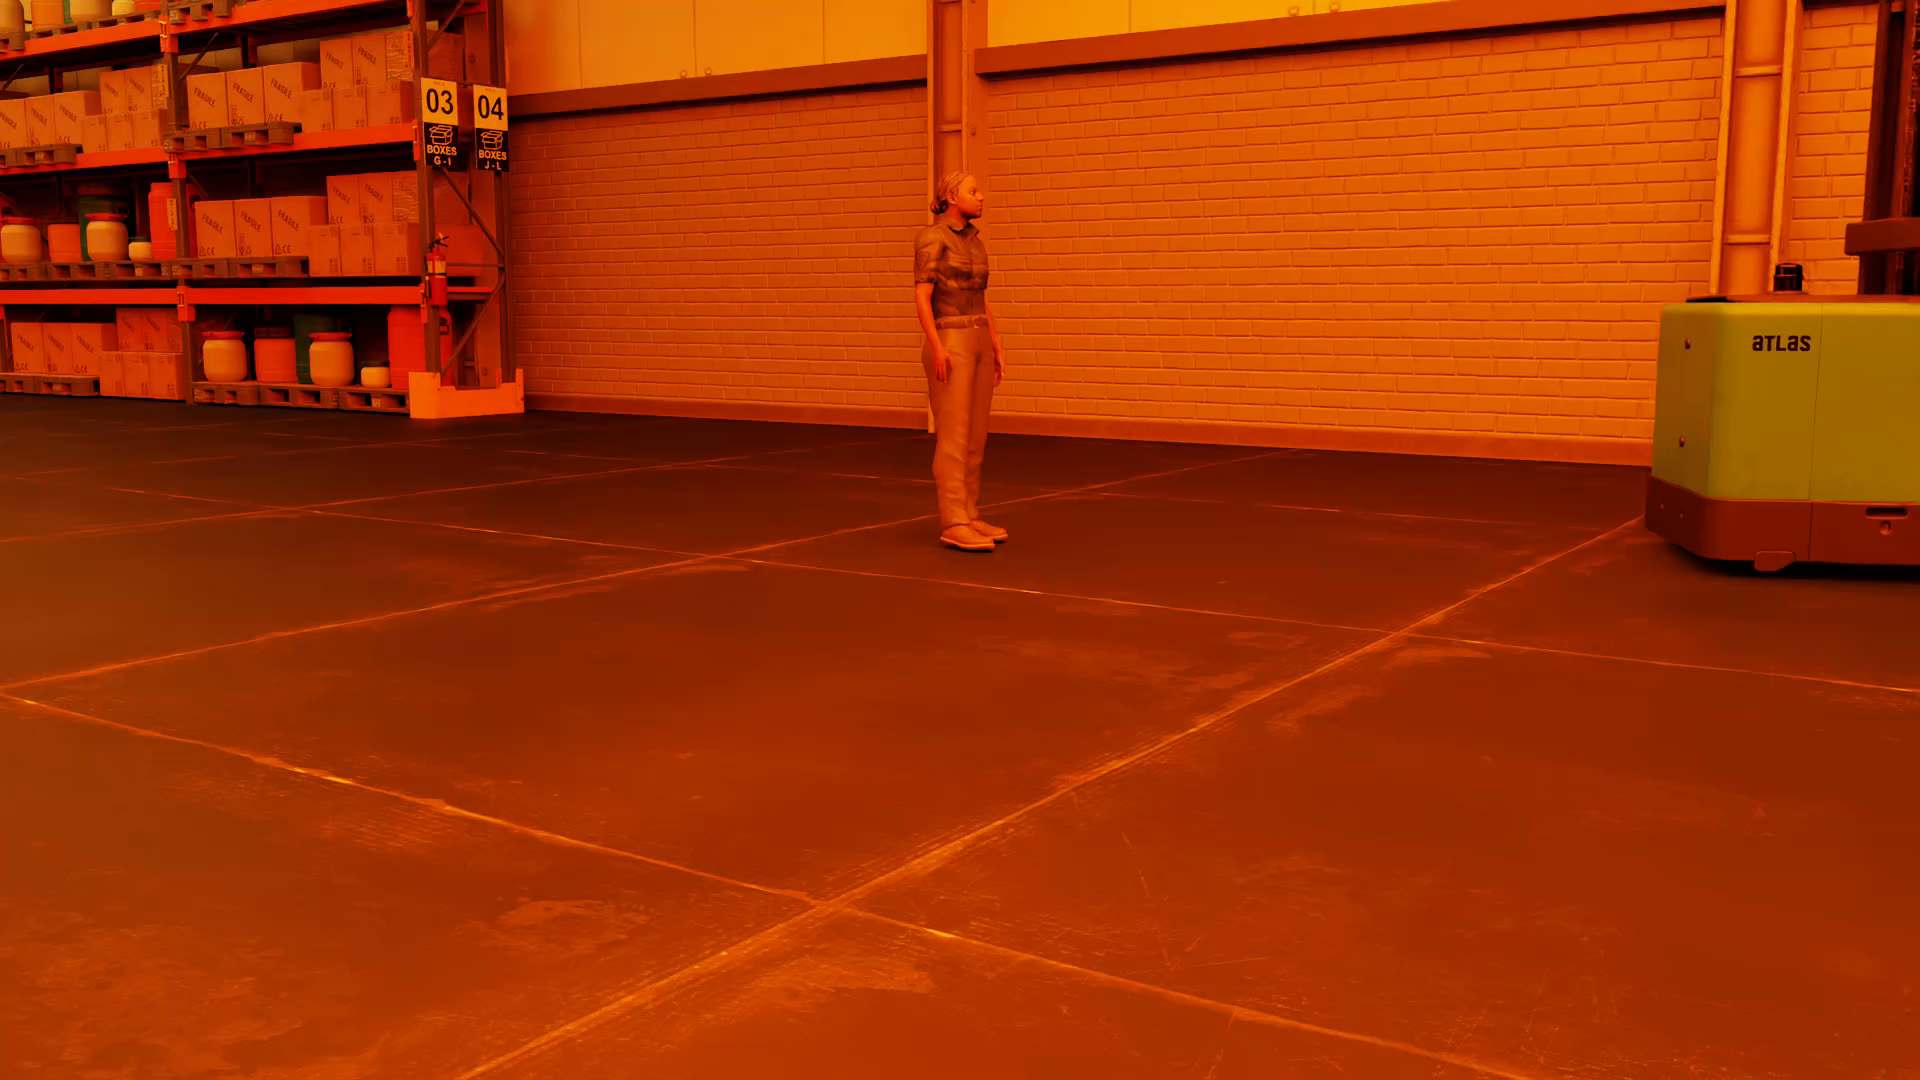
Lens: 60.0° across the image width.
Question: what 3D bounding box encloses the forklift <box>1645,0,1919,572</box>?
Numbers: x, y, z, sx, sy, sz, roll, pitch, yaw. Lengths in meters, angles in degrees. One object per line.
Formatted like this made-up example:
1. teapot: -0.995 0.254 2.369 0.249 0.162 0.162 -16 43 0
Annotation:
1. forklift: 4.510 -1.342 6.629 3.031 2.935 1.130 1 8 9

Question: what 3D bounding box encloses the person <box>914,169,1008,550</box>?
1. person: 0.062 -0.817 7.421 0.503 1.656 0.569 5 10 34
